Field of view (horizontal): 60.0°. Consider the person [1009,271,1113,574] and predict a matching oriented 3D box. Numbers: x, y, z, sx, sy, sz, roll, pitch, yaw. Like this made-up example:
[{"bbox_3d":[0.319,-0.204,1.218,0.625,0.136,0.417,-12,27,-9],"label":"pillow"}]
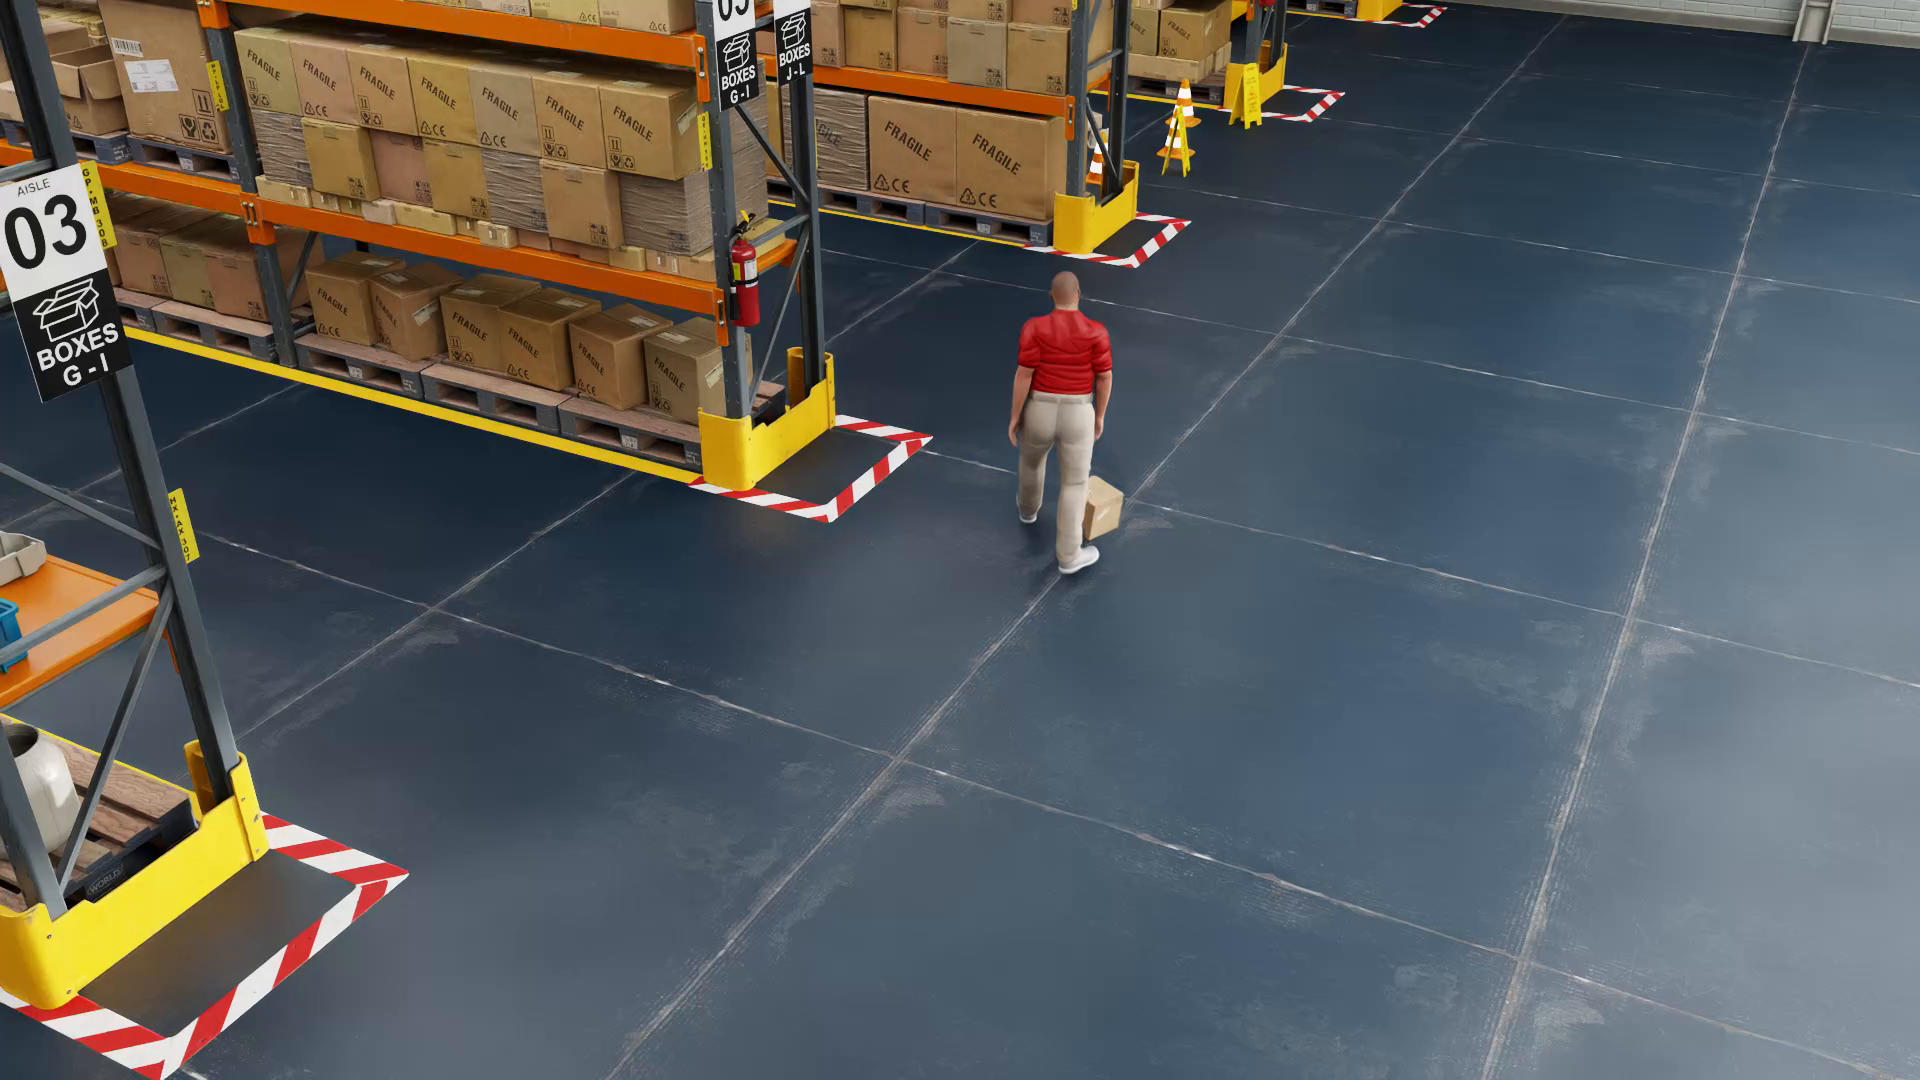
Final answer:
[{"bbox_3d":[0.580,-0.743,9.610,0.577,1.678,0.922,3,30,6],"label":"person"}]
